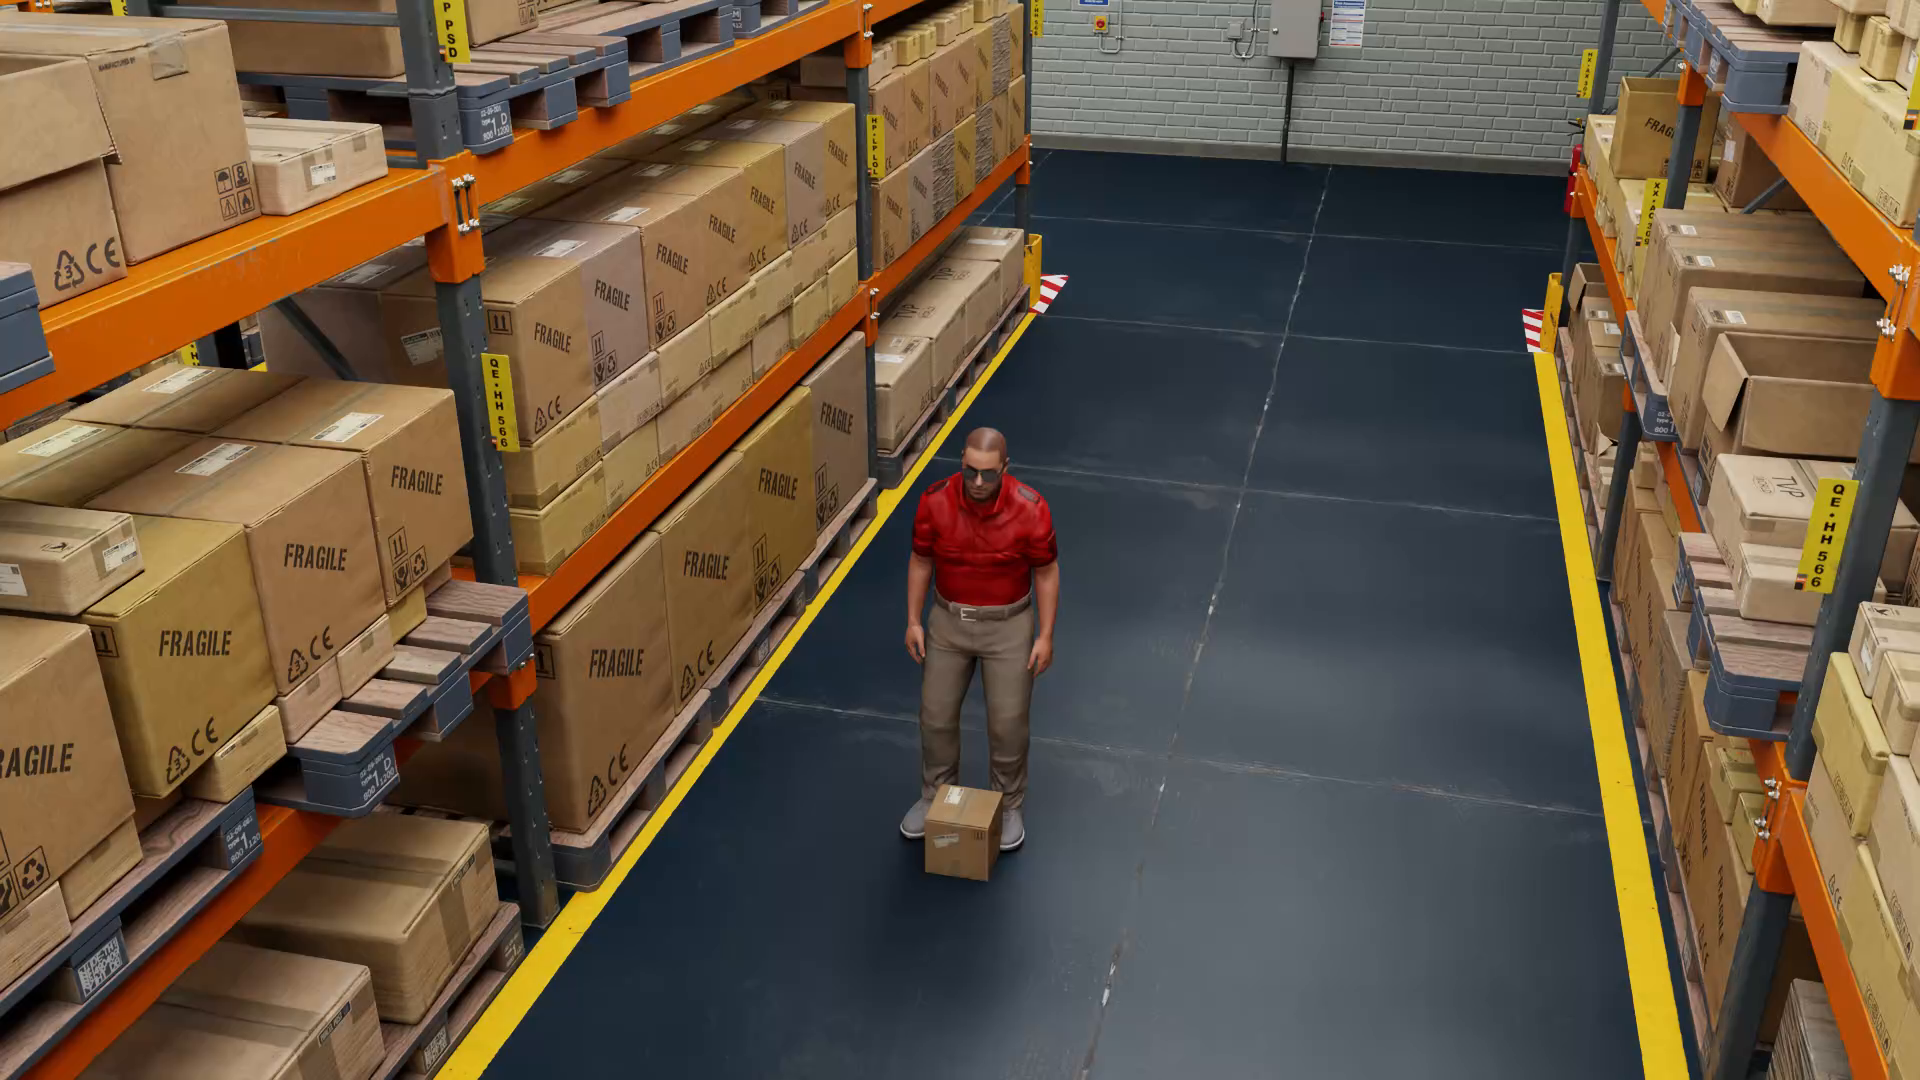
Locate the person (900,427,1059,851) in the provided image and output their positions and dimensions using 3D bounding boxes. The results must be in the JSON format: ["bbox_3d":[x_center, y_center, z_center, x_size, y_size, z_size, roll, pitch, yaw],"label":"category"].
[{"bbox_3d":[0.074,0.358,6.363,0.590,1.725,0.392,5,26,11],"label":"person"}]
